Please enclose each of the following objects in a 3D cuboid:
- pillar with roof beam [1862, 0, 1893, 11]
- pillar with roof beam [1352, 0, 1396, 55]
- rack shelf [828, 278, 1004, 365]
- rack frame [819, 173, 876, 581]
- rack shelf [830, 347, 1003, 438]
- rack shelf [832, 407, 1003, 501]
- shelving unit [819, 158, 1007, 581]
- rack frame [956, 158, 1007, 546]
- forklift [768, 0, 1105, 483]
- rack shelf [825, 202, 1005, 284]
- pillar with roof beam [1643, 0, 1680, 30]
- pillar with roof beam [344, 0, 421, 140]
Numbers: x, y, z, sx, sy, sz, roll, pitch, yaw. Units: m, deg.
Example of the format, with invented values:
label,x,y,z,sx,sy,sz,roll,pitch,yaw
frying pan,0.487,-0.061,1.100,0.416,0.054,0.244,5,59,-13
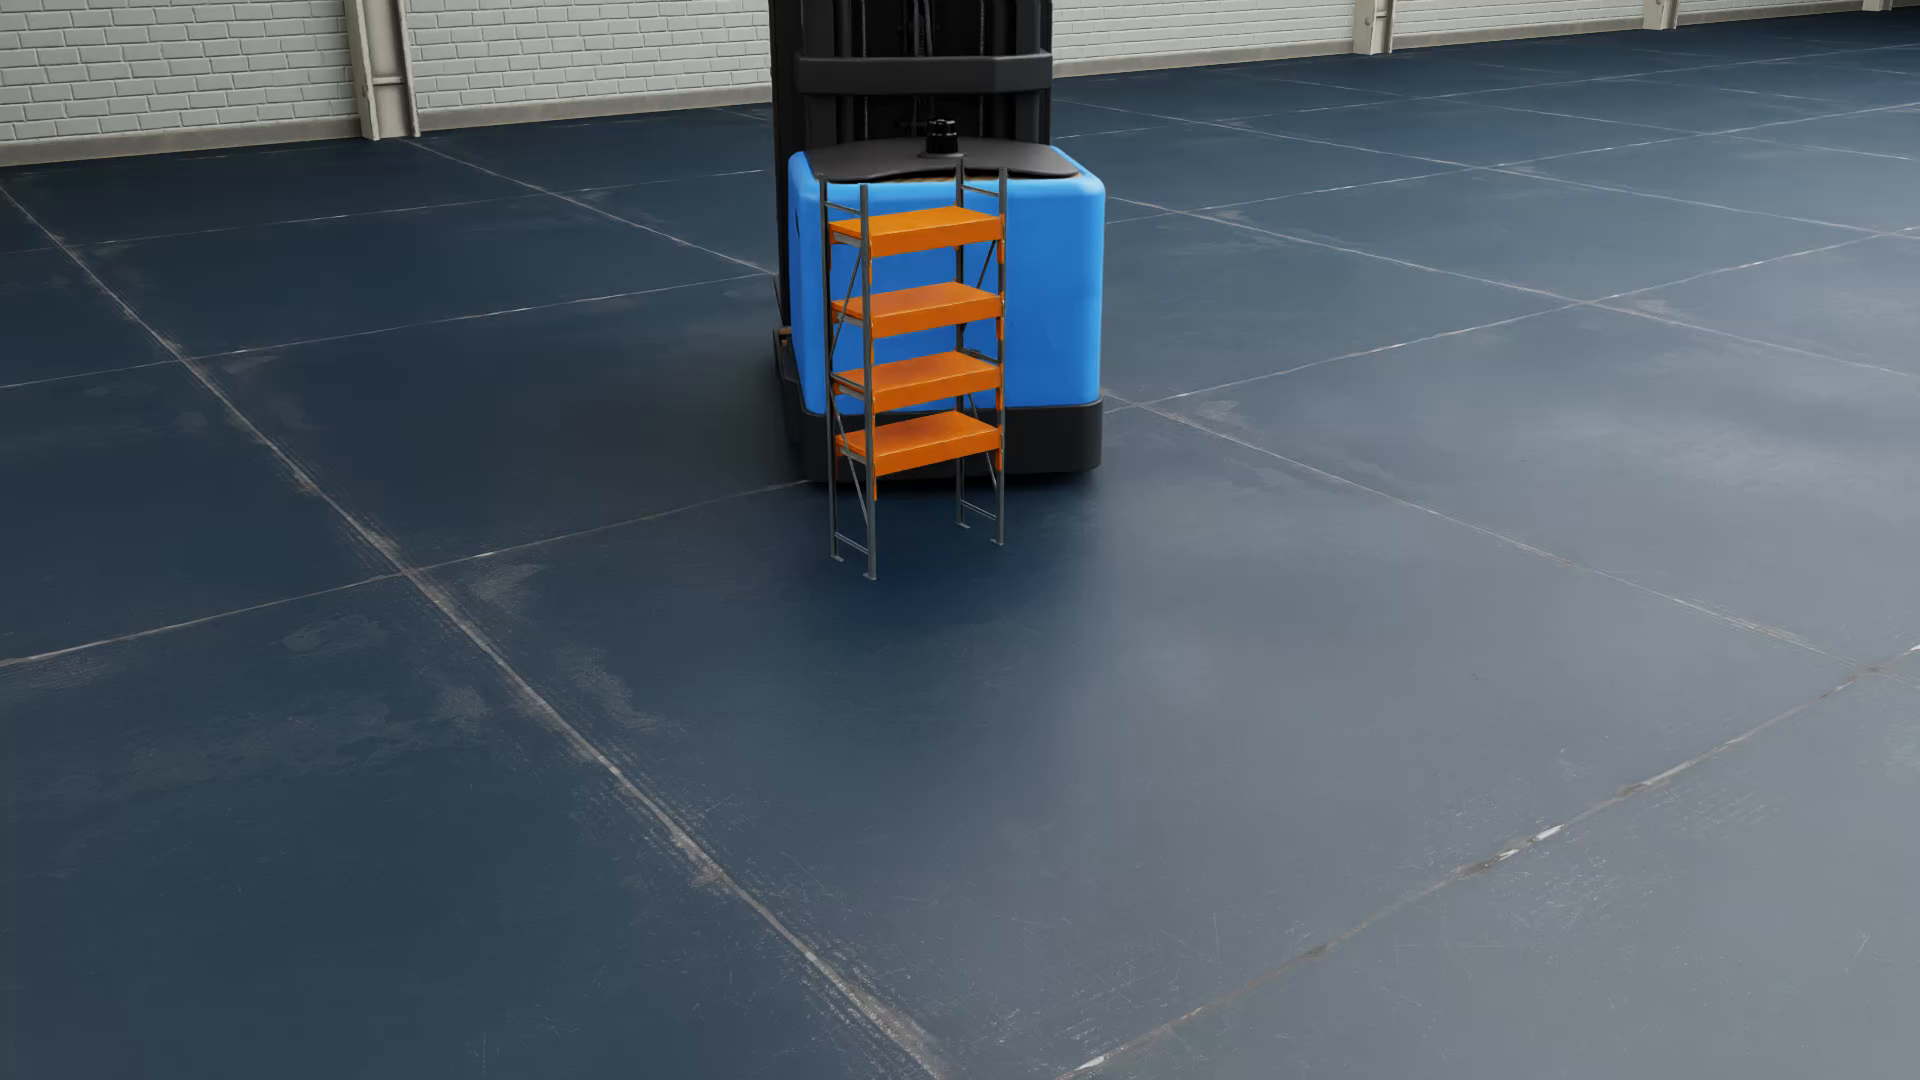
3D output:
label,x,y,z,sx,sy,sz,roll,pitch,yaw
pillar with roof beam,17.277,-11.430,21.899,0.400,9.000,9.100,-15,26,-33
pillar with roof beam,7.536,-8.833,15.389,0.400,9.000,9.100,-15,26,-33
rack shelf,-0.134,-0.667,5.026,0.480,0.148,0.258,-15,26,-33
rack frame,-0.332,-0.469,4.952,0.015,1.200,0.240,-15,26,-33
rack shelf,-0.134,-0.459,5.109,0.480,0.148,0.258,-15,26,-33
rack shelf,-0.134,-0.275,5.183,0.480,0.148,0.258,-15,26,-33
shelving unit,-0.134,-0.521,5.084,0.503,1.200,0.258,-15,26,-33
rack frame,0.064,-0.574,5.217,0.015,1.200,0.240,-15,26,-33
forklift,-0.224,-2.066,6.619,1.130,2.935,3.031,-3,22,-8
rack shelf,-0.134,-0.886,4.939,0.480,0.148,0.258,-15,26,-33
pillar with roof beam,12.406,-10.131,18.644,0.400,9.000,9.100,-15,26,-33
pillar with roof beam,-2.205,-6.235,8.880,0.400,9.000,9.100,-15,26,-33
